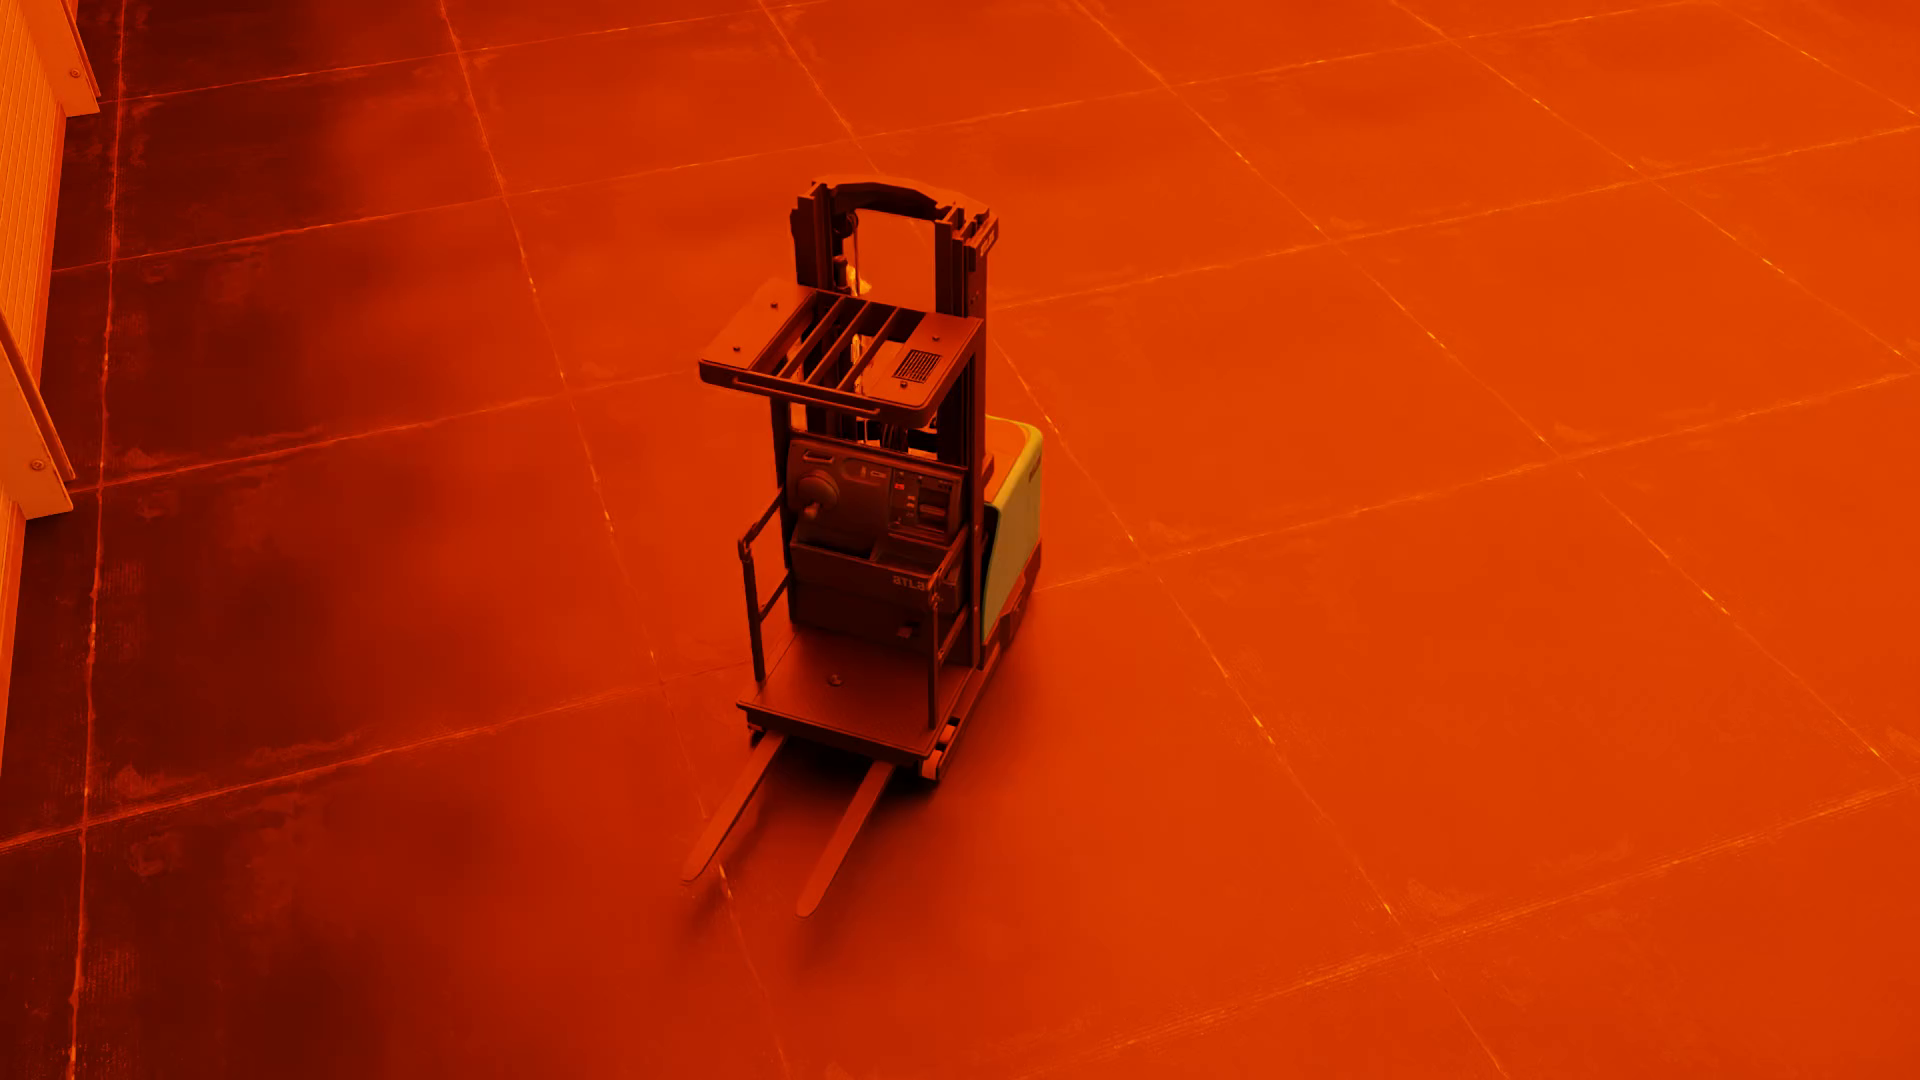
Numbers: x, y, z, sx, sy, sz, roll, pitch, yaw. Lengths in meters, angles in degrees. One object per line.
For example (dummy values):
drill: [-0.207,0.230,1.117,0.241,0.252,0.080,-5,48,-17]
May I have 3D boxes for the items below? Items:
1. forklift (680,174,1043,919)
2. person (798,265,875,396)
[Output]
forklift: [-0.507,-0.161,8.188,1.130,2.935,3.031,13,42,16]
person: [-0.729,-0.987,10.178,0.444,1.643,0.740,12,42,14]
